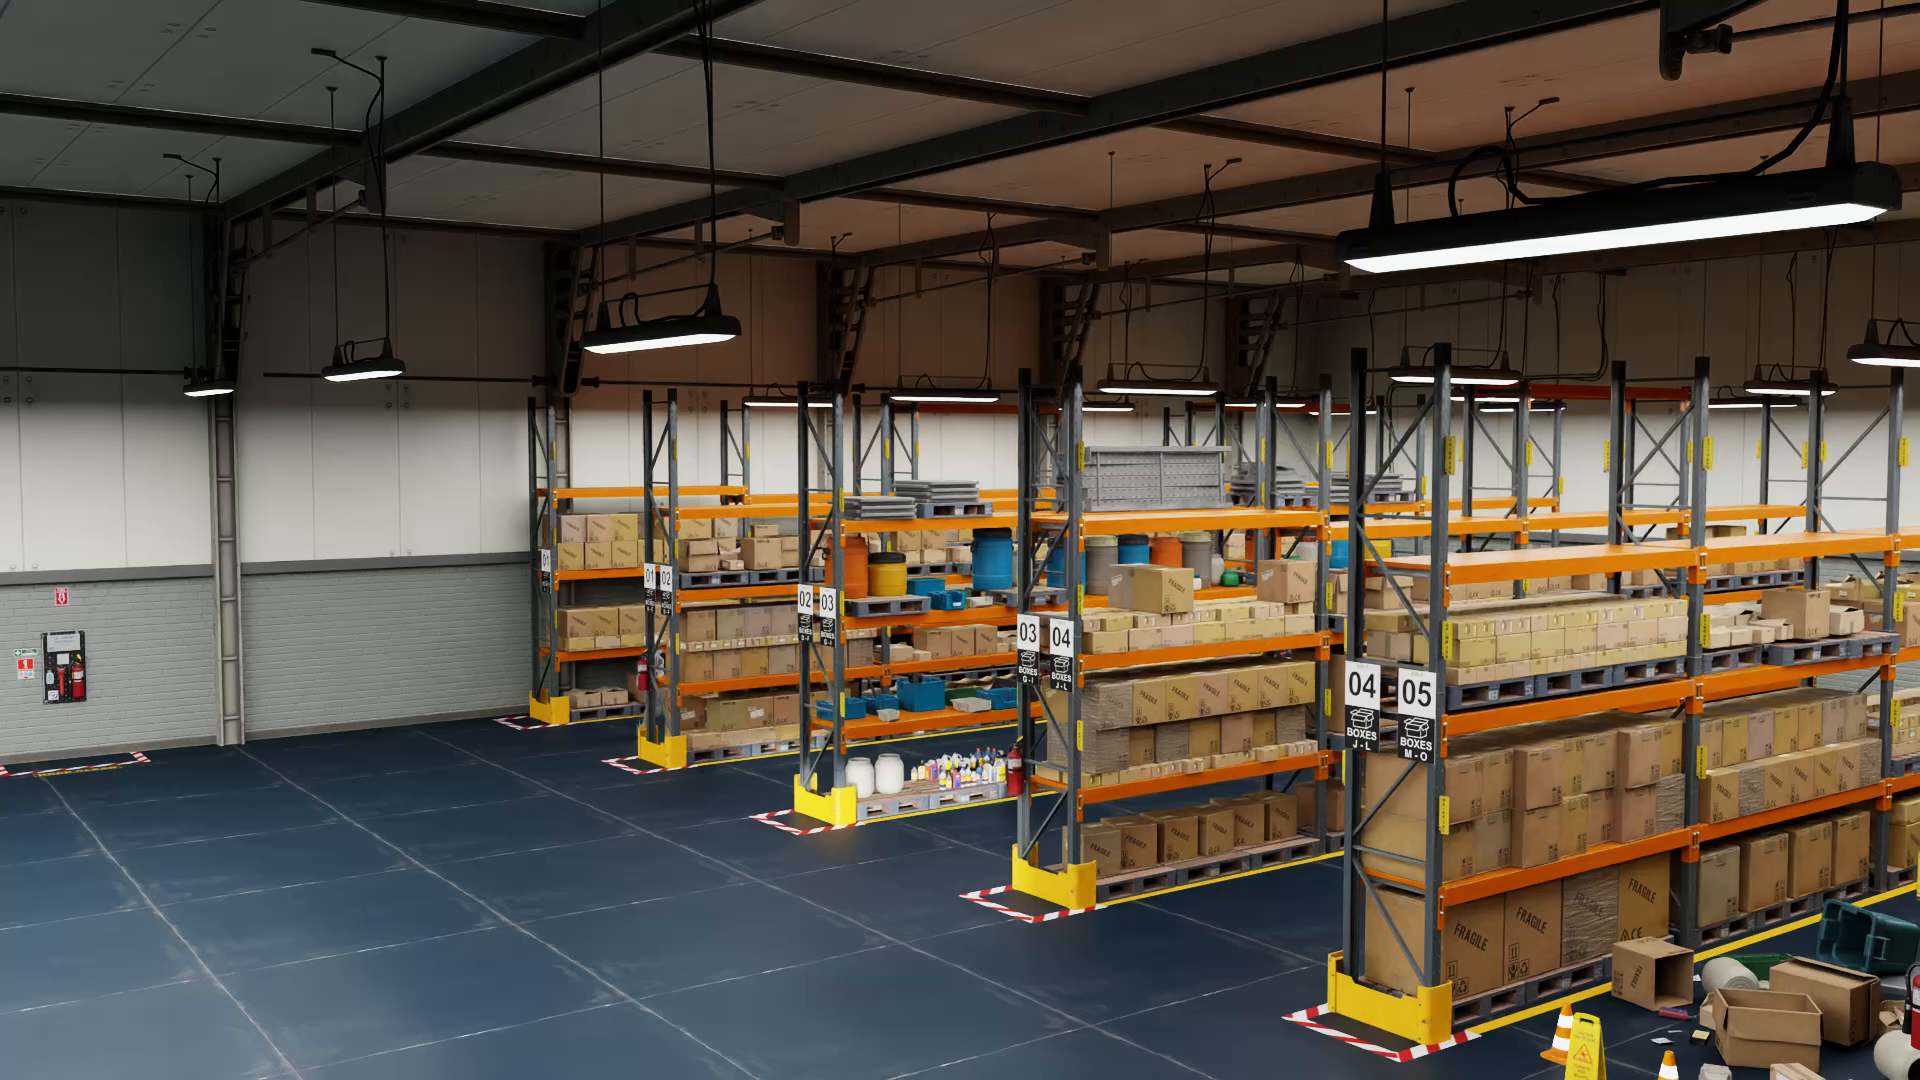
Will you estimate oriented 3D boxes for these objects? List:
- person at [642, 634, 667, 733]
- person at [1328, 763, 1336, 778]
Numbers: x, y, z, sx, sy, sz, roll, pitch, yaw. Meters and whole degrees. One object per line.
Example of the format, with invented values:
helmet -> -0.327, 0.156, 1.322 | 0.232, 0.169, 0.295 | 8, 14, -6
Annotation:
person -> -5.417, 2.544, 29.294 | 0.478, 1.763, 0.570 | -2, 4, -26
person -> 5.581, 2.839, 24.564 | 0.535, 1.842, 0.597 | -2, 4, -26
